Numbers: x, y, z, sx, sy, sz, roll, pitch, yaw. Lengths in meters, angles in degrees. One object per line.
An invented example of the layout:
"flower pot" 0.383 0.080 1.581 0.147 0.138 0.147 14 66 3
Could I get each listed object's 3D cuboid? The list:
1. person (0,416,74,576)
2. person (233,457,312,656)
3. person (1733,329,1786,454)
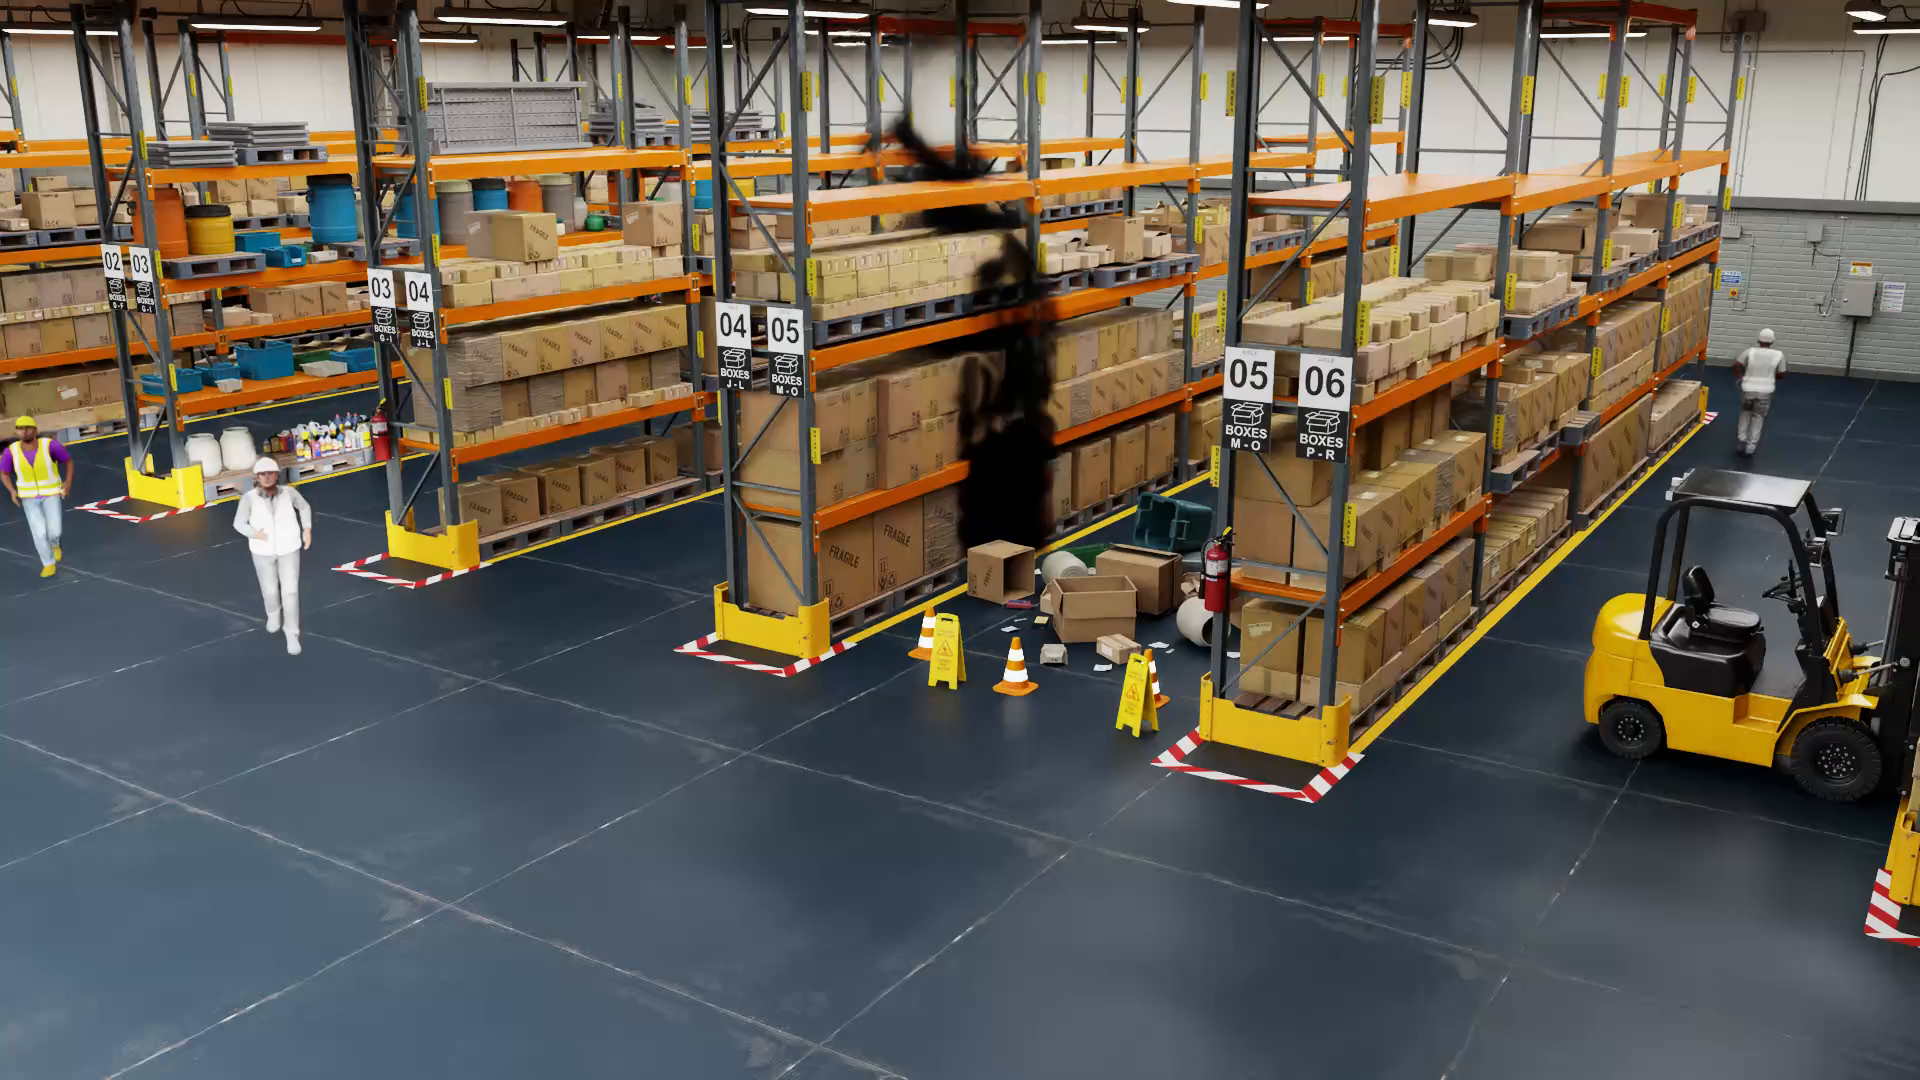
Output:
"person" -9.821 -0.479 17.748 0.699 1.728 0.543 -7 17 -23
"person" -6.380 0.106 15.520 0.677 1.805 0.849 -6 17 -22
"person" 11.230 -2.083 23.424 0.653 1.802 0.720 9 18 29
